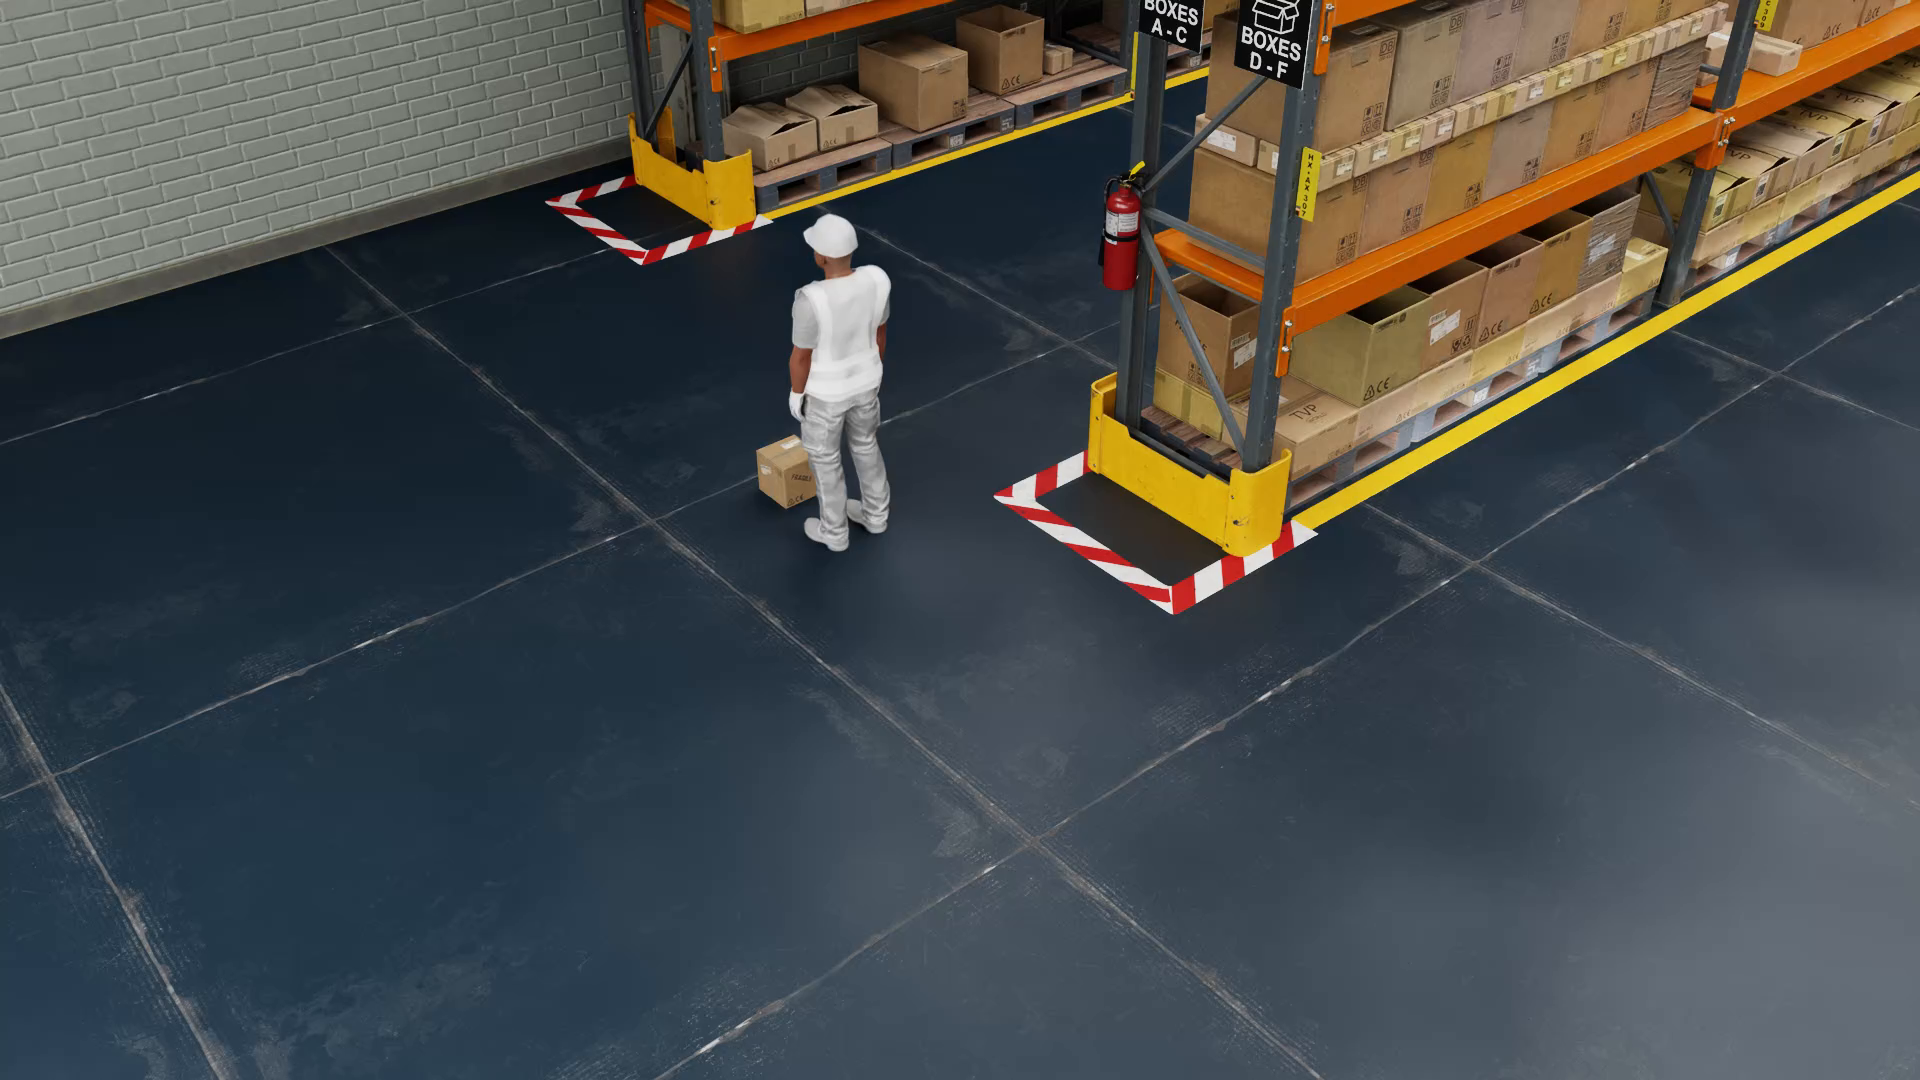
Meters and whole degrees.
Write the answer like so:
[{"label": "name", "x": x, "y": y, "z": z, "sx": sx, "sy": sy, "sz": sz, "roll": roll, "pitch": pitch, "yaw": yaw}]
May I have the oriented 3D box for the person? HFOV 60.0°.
[{"label": "person", "x": -0.594, "y": -0.764, "z": 8.129, "sx": 0.545, "sy": 1.782, "sz": 0.357, "roll": -25, "pitch": 43, "yaw": -31}]
